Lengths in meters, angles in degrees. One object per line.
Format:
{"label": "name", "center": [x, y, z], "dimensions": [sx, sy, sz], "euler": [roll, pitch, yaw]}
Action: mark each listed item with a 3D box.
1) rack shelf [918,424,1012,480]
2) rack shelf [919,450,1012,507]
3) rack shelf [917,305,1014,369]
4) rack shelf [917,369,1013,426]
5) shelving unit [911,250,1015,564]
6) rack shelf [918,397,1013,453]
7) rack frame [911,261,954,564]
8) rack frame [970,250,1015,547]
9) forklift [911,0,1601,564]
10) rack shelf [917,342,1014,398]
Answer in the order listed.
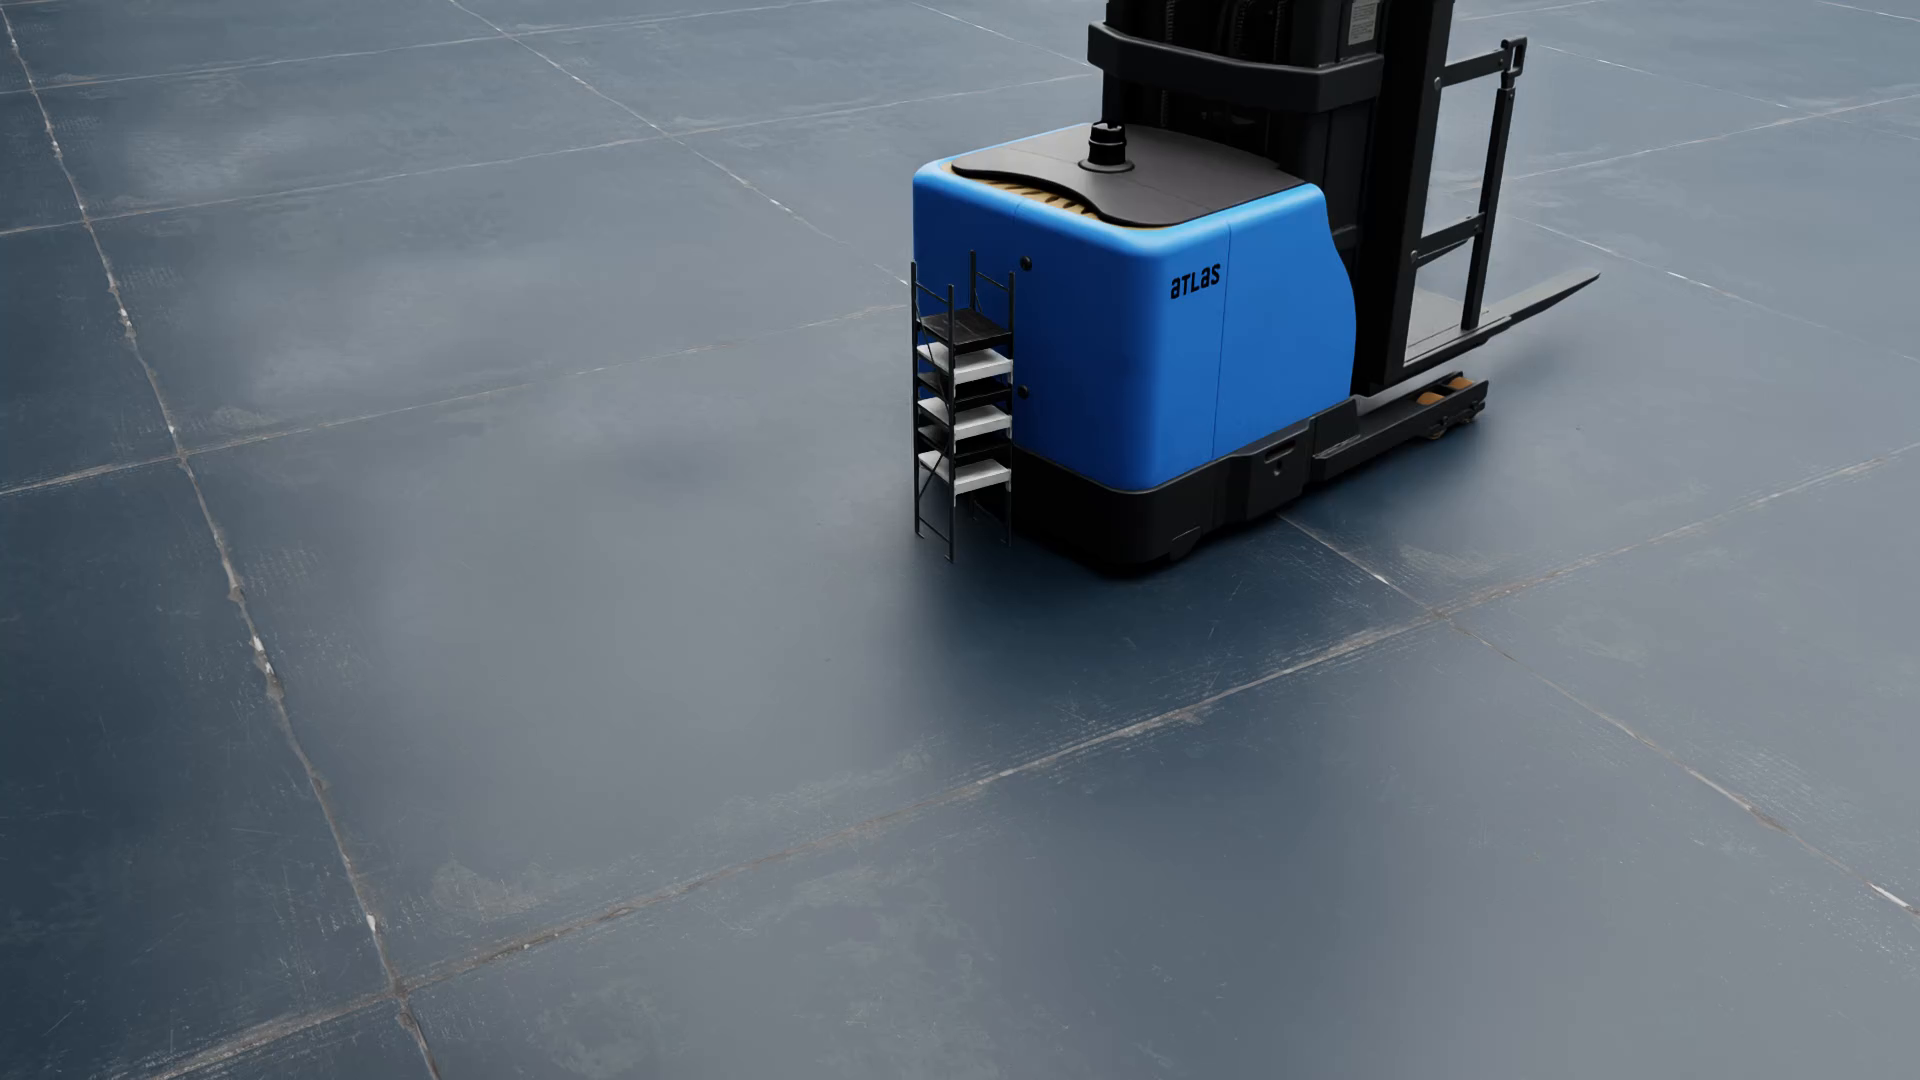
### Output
{"label": "rack shelf", "center": [0.007, -0.288, 5.096], "dimensions": [0.200, 0.077, 0.258], "euler": [-16, 33, -26]}
{"label": "rack shelf", "center": [0.007, -0.209, 5.139], "dimensions": [0.200, 0.077, 0.258], "euler": [-16, 33, -26]}
{"label": "rack shelf", "center": [0.007, -0.603, 4.922], "dimensions": [0.200, 0.077, 0.258], "euler": [-16, 33, -26]}
{"label": "rack shelf", "center": [0.007, -0.446, 5.009], "dimensions": [0.200, 0.077, 0.258], "euler": [-16, 33, -26]}
{"label": "shelving unit", "center": [0.007, -0.396, 5.036], "dimensions": [0.210, 0.900, 0.258], "euler": [-16, 33, -26]}
{"label": "rack shelf", "center": [0.007, -0.367, 5.052], "dimensions": [0.200, 0.077, 0.258], "euler": [-16, 33, -26]}
{"label": "rack frame", "center": [-0.081, -0.371, 4.991], "dimensions": [0.006, 0.900, 0.240], "euler": [-16, 33, -26]}
{"label": "rack frame", "center": [0.095, -0.421, 5.081], "dimensions": [0.006, 0.900, 0.240], "euler": [-16, 33, -26]}
{"label": "forklift", "center": [1.266, -1.805, 5.488], "dimensions": [3.031, 2.935, 1.130], "euler": [-24, 37, -36]}
{"label": "rack shelf", "center": [0.007, -0.524, 4.965], "dimensions": [0.200, 0.077, 0.258], "euler": [-16, 33, -26]}
